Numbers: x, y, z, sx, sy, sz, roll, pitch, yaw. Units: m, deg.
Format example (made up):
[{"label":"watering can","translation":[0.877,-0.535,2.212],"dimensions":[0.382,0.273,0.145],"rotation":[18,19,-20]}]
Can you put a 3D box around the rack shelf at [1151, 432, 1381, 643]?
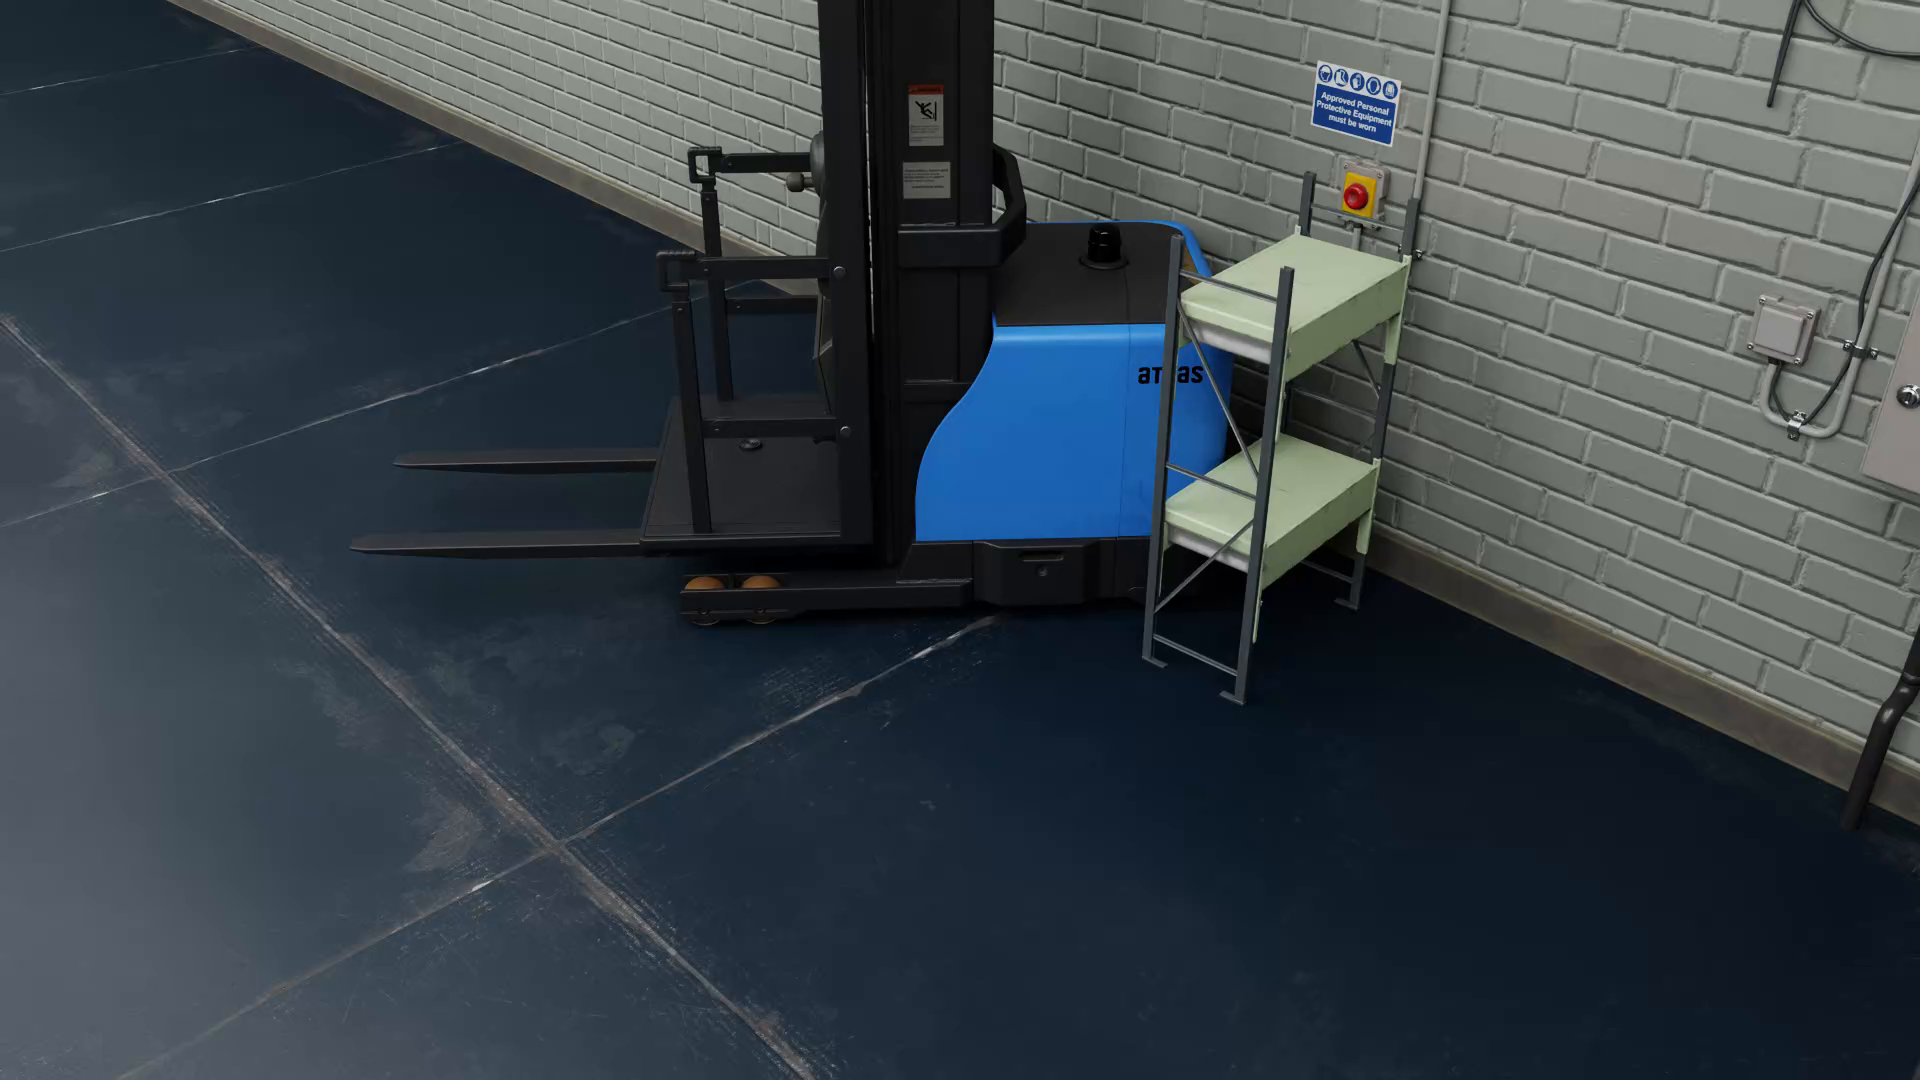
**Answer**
[{"label":"rack shelf","translation":[1.010,-0.042,5.505],"dimensions":[0.431,0.370,0.720],"rotation":[24,39,34]}]

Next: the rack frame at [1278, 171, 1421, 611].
[{"label":"rack frame","translation":[1.251,-0.464,5.571],"dimensions":[0.400,1.500,0.023],"rotation":[24,39,34]}]

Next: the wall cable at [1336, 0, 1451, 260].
[{"label":"wall cable","translation":[1.284,-1.725,5.191],"dimensions":[0.123,1.953,0.585],"rotation":[-26,40,-35]}]

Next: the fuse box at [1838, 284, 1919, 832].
[{"label":"fuse box","translation":[2.605,0.127,4.402],"dimensions":[0.414,1.711,0.539],"rotation":[-26,40,-35]}]

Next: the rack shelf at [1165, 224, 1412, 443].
[{"label":"rack shelf","translation":[1.010,-0.653,5.132],"dimensions":[0.431,0.370,0.720],"rotation":[24,39,34]}]

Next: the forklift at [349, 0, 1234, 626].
[{"label":"forklift","translation":[-0.624,-1.237,5.463],"dimensions":[3.031,2.935,1.130],"rotation":[-1,31,-2]}]

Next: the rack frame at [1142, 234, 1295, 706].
[{"label":"rack frame","translation":[0.770,-0.176,5.100],"dimensions":[0.400,1.500,0.023],"rotation":[24,39,34]}]

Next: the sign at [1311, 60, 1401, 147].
[{"label":"sign","translation":[1.296,-1.433,5.460],"dimensions":[0.001,0.218,0.327],"rotation":[-26,40,-35]}]

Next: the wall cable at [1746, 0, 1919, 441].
[{"label":"wall cable","translation":[2.256,-1.173,4.319],"dimensions":[0.122,1.984,0.588],"rotation":[-26,40,-35]}]

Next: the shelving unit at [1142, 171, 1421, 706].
[{"label":"shelving unit","translation":[1.010,-0.320,5.335],"dimensions":[0.431,1.500,0.755],"rotation":[24,39,34]}]
